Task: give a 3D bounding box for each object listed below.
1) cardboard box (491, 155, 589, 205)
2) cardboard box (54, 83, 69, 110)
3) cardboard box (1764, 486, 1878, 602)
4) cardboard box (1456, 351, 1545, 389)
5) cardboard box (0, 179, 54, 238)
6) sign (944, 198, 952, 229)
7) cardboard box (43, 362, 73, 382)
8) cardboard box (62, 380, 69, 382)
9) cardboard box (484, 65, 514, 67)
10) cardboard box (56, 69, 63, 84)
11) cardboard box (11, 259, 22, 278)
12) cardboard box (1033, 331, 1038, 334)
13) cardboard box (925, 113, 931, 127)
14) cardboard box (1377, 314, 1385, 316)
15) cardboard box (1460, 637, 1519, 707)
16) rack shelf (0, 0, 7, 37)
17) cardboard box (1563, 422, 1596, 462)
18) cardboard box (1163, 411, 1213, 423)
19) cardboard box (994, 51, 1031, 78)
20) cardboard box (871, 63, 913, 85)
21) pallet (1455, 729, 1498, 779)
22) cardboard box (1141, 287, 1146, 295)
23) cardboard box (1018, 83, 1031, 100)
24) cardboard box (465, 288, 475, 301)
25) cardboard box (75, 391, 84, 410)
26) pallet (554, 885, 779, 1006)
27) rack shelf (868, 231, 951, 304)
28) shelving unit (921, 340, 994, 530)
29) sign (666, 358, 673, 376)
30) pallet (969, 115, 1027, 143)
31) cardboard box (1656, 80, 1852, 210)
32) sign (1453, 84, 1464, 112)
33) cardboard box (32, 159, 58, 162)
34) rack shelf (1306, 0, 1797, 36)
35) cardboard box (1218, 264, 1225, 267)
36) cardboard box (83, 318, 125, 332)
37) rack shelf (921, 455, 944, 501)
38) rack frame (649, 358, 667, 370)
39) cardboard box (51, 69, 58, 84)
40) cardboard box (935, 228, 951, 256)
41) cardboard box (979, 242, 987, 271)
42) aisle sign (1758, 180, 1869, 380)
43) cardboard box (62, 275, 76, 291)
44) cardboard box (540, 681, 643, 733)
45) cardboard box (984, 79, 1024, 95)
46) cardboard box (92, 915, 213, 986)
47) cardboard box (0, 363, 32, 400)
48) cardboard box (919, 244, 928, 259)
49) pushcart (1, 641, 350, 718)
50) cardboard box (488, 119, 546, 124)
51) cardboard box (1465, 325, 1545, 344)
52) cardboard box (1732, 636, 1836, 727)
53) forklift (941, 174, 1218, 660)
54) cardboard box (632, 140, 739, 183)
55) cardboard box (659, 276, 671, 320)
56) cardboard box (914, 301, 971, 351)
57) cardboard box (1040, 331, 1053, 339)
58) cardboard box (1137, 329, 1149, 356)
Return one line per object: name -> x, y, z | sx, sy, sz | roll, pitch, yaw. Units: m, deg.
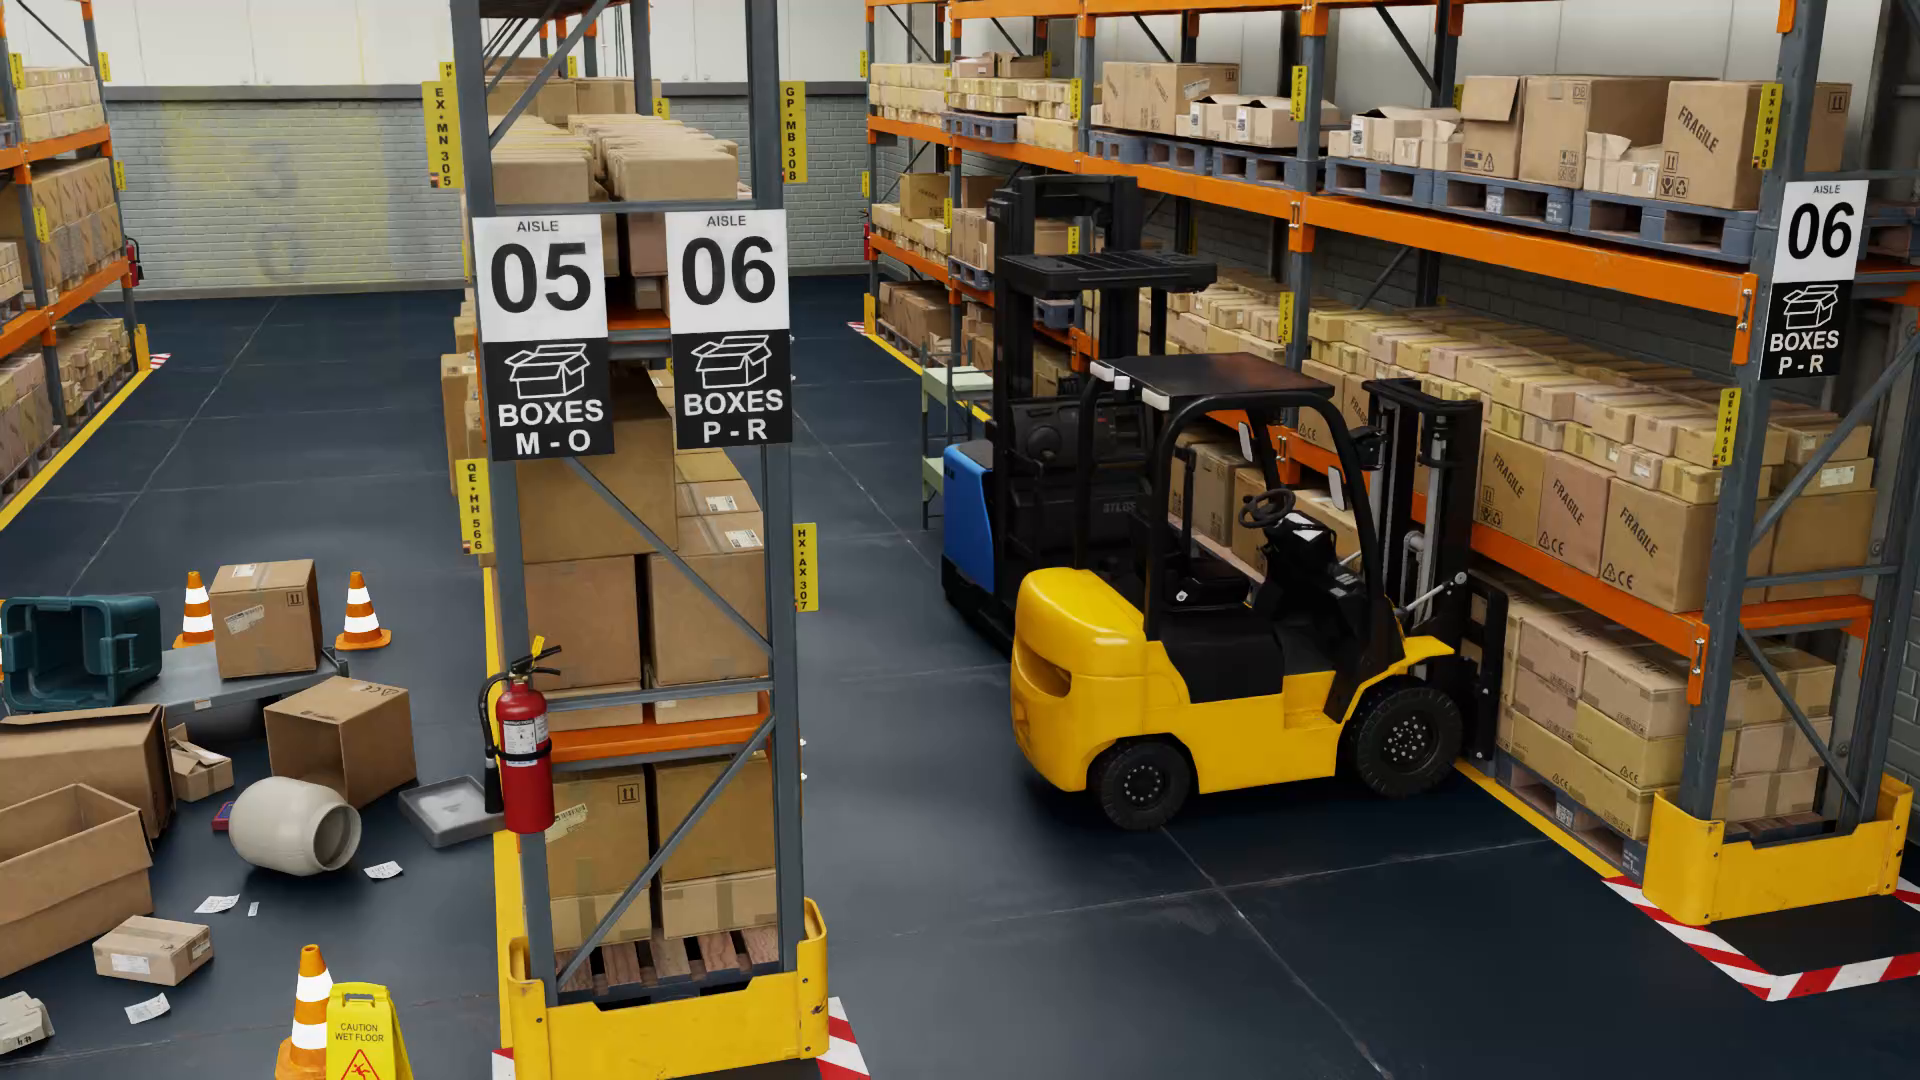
cardboard box -> -1.455, -1.212, 5.609 | 0.380, 0.149, 0.250 | -5, 17, -15
cardboard box -> -9.428, -4.523, 16.973 | 0.500, 0.250, 0.500 | -5, 18, -18
cardboard box -> 3.824, -0.044, 7.710 | 0.500, 0.500, 0.500 | -4, 17, -13
cardboard box -> 2.912, -0.915, 8.966 | 0.380, 0.149, 0.250 | -5, 17, -15
cardboard box -> -8.997, -3.157, 15.818 | 0.500, 0.500, 0.500 | -4, 17, -14
sign -> -0.124, -3.526, 17.971 | 0.100, 0.325, 0.005 | -5, 17, -15
cardboard box -> -9.022, -1.657, 16.445 | 0.380, 0.149, 0.250 | -4, 17, -13
cardboard box -> -9.055, -1.510, 16.474 | 0.380, 0.149, 0.250 | -5, 17, -15
cardboard box -> -4.412, -4.182, 15.541 | 0.500, 0.500, 0.500 | -5, 17, -16
cardboard box -> -9.431, -4.749, 17.032 | 0.380, 0.149, 0.250 | -5, 17, -17
cardboard box -> -8.808, -2.472, 15.158 | 0.380, 0.149, 0.250 | -4, 17, -14
cardboard box -> 0.592, -2.063, 17.094 | 0.380, 0.149, 0.250 | -5, 17, -15
cardboard box -> -0.180, -4.760, 18.807 | 0.380, 0.149, 0.250 | -5, 17, -15
cardboard box -> 2.704, -1.416, 11.151 | 0.380, 0.149, 0.250 | -5, 17, -17
cardboard box -> 2.970, 0.649, 8.759 | 0.500, 0.250, 0.500 | -5, 17, -17
rack shelf -> -8.558, -4.127, 12.996 | 1.077, 0.370, 4.000 | -5, 17, -15
cardboard box -> 3.160, -0.484, 8.047 | 0.380, 0.149, 0.250 | -5, 17, -16
cardboard box -> 1.840, -0.760, 13.666 | 0.875, 0.625, 0.625 | -4, 17, -13
cardboard box -> 0.546, -4.983, 17.409 | 0.396, 0.266, 0.258 | -5, 17, -16
cardboard box -> -0.823, -5.867, 20.930 | 0.500, 0.250, 0.500 | -5, 17, -16
pallet -> 3.111, 0.953, 9.411 | 1.003, 0.211, 1.213 | -5, 17, -15
cardboard box -> 1.651, -2.016, 13.147 | 0.380, 0.149, 0.250 | -5, 17, -15
cardboard box -> 0.759, -4.179, 15.486 | 0.380, 0.149, 0.250 | -5, 17, -15
cardboard box -> -2.265, -1.080, 8.906 | 0.700, 0.500, 0.500 | -5, 17, -16
cardboard box -> -8.972, -1.379, 16.554 | 0.380, 0.149, 0.250 | -4, 17, -14
pallet -> -1.288, 1.643, 7.114 | 1.003, 0.211, 1.213 | -5, 17, -15
rack shelf -> -0.154, -3.365, 20.191 | 1.077, 0.370, 4.000 | -5, 17, -15
shelving unit -> 0.002, -0.716, 12.730 | 0.431, 1.500, 0.755 | -5, 17, -15
sign -> -1.658, -1.010, 9.594 | 0.100, 0.325, 0.005 | -5, 17, -15
pallet -> 0.795, -4.030, 16.268 | 1.213, 0.211, 1.003 | -5, 17, -15
cardboard box -> 3.338, -1.674, 7.018 | 0.500, 0.500, 0.500 | -4, 17, -13
sign -> 3.127, -2.710, 10.509 | 0.100, 0.325, 0.005 | -5, 17, -15
cardboard box -> -10.339, -3.974, 18.539 | 0.500, 0.500, 0.500 | -5, 17, -16
rack shelf -> 3.144, -2.727, 8.335 | 1.077, 0.370, 4.000 | -5, 17, -15
cardboard box -> 1.971, -2.194, 13.742 | 0.380, 0.149, 0.250 | -5, 17, -15
cardboard box -> -9.818, -2.444, 19.067 | 0.380, 0.149, 0.250 | -4, 17, -15
rack shelf -> 0.002, -0.404, 12.824 | 0.431, 0.370, 0.720 | -5, 17, -15
rack frame -> -2.177, -0.550, 9.569 | 1.000, 3.000, 0.127 | -5, 17, -15
cardboard box -> -9.354, -4.677, 16.793 | 0.380, 0.149, 0.250 | -5, 17, -17
cardboard box -> 0.021, -3.349, 18.629 | 0.500, 0.250, 0.500 | -4, 17, -14
cardboard box -> 0.409, -2.878, 16.824 | 0.396, 0.266, 0.258 | -4, 17, -13
aisle sign -> 3.429, -1.041, 6.684 | 0.394, 0.787, 0.004 | -5, 17, -15
cardboard box -> -9.212, -2.613, 16.874 | 0.380, 0.149, 0.250 | -4, 17, -14
cardboard box -> -1.386, 0.590, 6.210 | 0.380, 0.149, 0.250 | -4, 17, -13
cardboard box -> 0.450, -4.470, 16.420 | 0.380, 0.149, 0.250 | -4, 17, -14
cardboard box -> -3.380, 1.719, 6.970 | 0.380, 0.149, 0.250 | 4, 17, 13
cardboard box -> -8.531, -1.377, 14.635 | 0.500, 0.250, 0.500 | -4, 17, -13
cardboard box -> -0.265, -3.388, 19.452 | 0.380, 0.149, 0.250 | -5, 17, -16
pushcart -> -4.356, 0.900, 9.300 | 1.648, 0.377, 0.936 | -12, 20, -34
cardboard box -> -2.241, -1.992, 8.206 | 0.380, 0.149, 0.250 | -5, 18, -17
cardboard box -> 3.216, -1.171, 9.818 | 0.380, 0.149, 0.250 | -5, 17, -16
cardboard box -> 3.743, 0.652, 7.879 | 0.500, 0.250, 0.500 | -5, 17, -16
forklift -> 0.837, -0.679, 10.117 | 1.130, 2.935, 3.031 | -6, 18, -18
cardboard box -> -1.071, -1.474, 6.481 | 0.380, 0.149, 0.250 | -5, 17, -15
cardboard box -> -0.857, -0.877, 5.881 | 0.380, 0.149, 0.250 | -5, 17, -15
cardboard box -> -0.144, -2.563, 19.887 | 0.700, 0.500, 0.500 | -5, 18, -17
cardboard box -> 1.046, -2.104, 17.229 | 0.380, 0.149, 0.250 | -4, 17, -14
cardboard box -> 1.664, -1.555, 13.174 | 0.500, 0.250, 0.500 | -5, 18, -17
